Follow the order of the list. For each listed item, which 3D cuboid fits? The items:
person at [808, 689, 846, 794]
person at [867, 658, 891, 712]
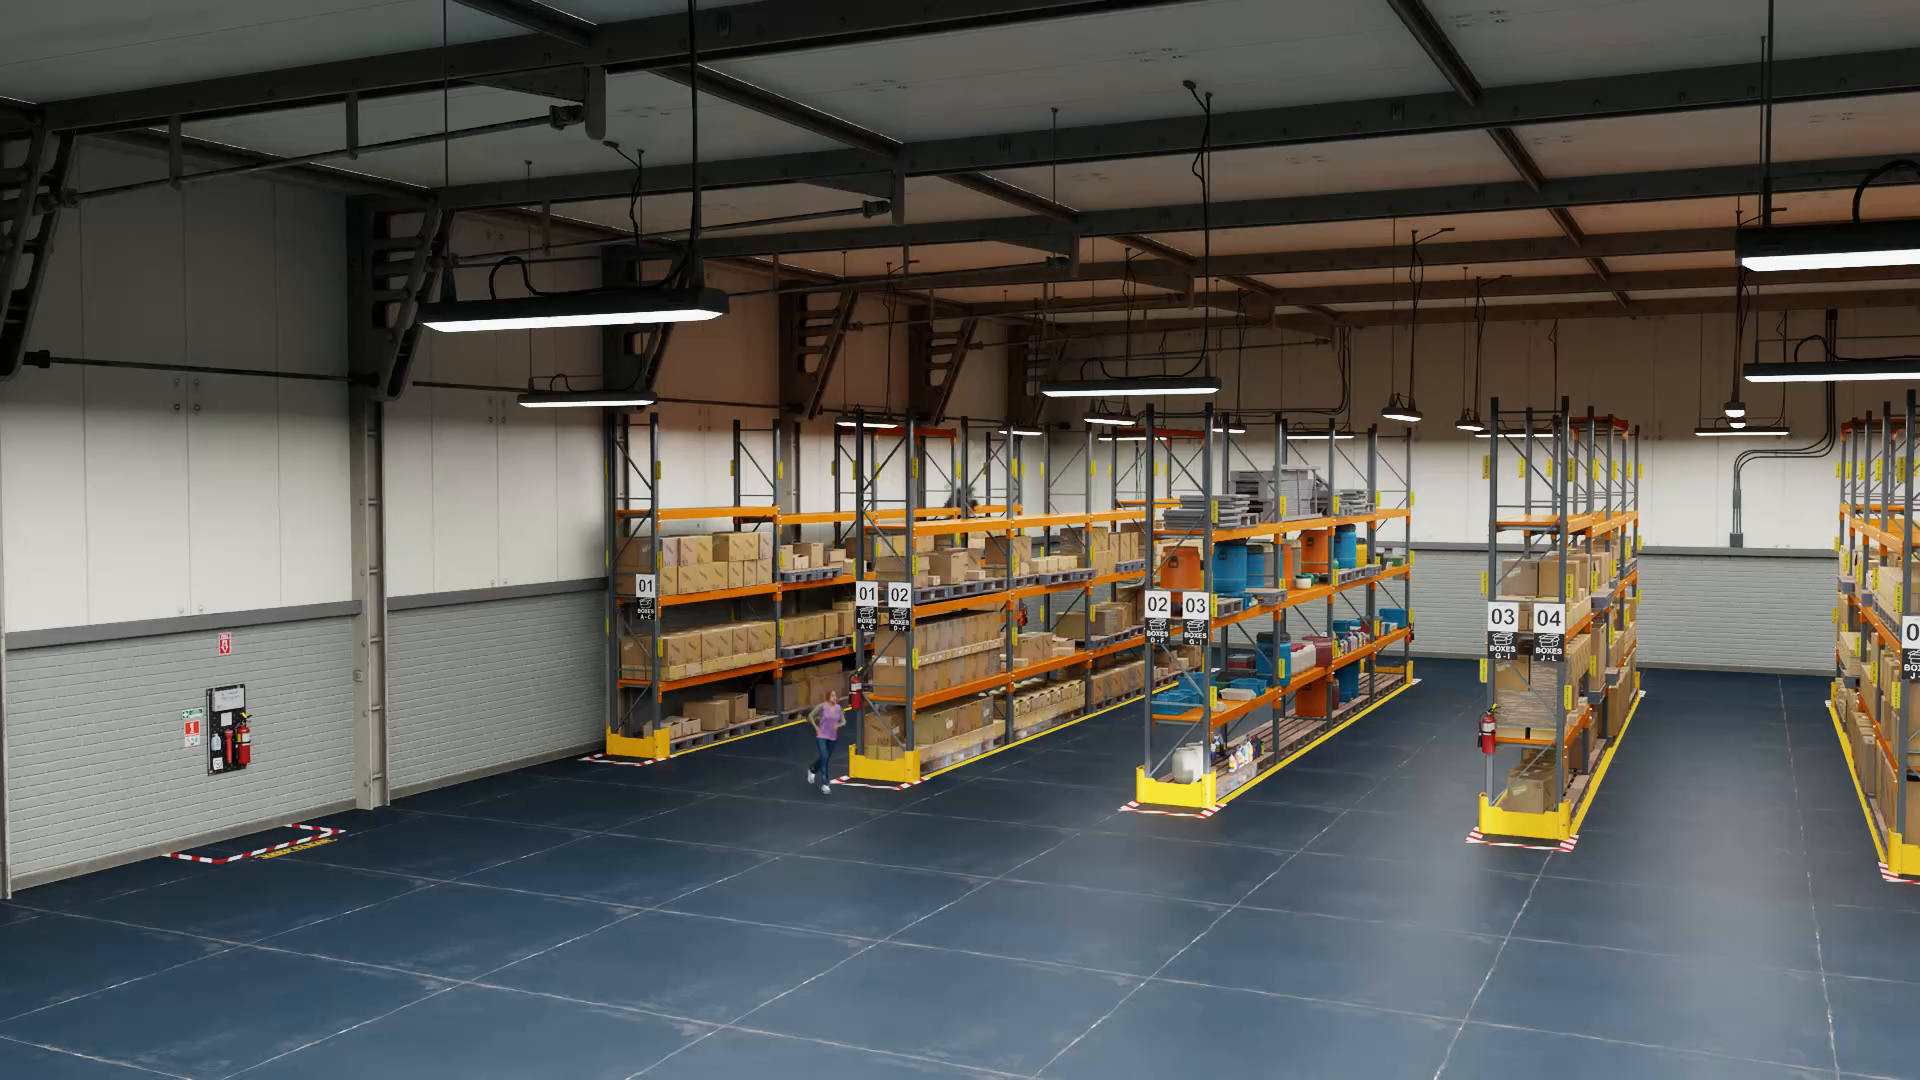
[{"bbox_3d":[-2.079,3.126,26.114,0.565,1.588,0.830,-1,3,-29],"label":"person"},{"bbox_3d":[-1.430,2.821,31.688,0.691,1.745,0.786,1,2,13],"label":"person"}]
